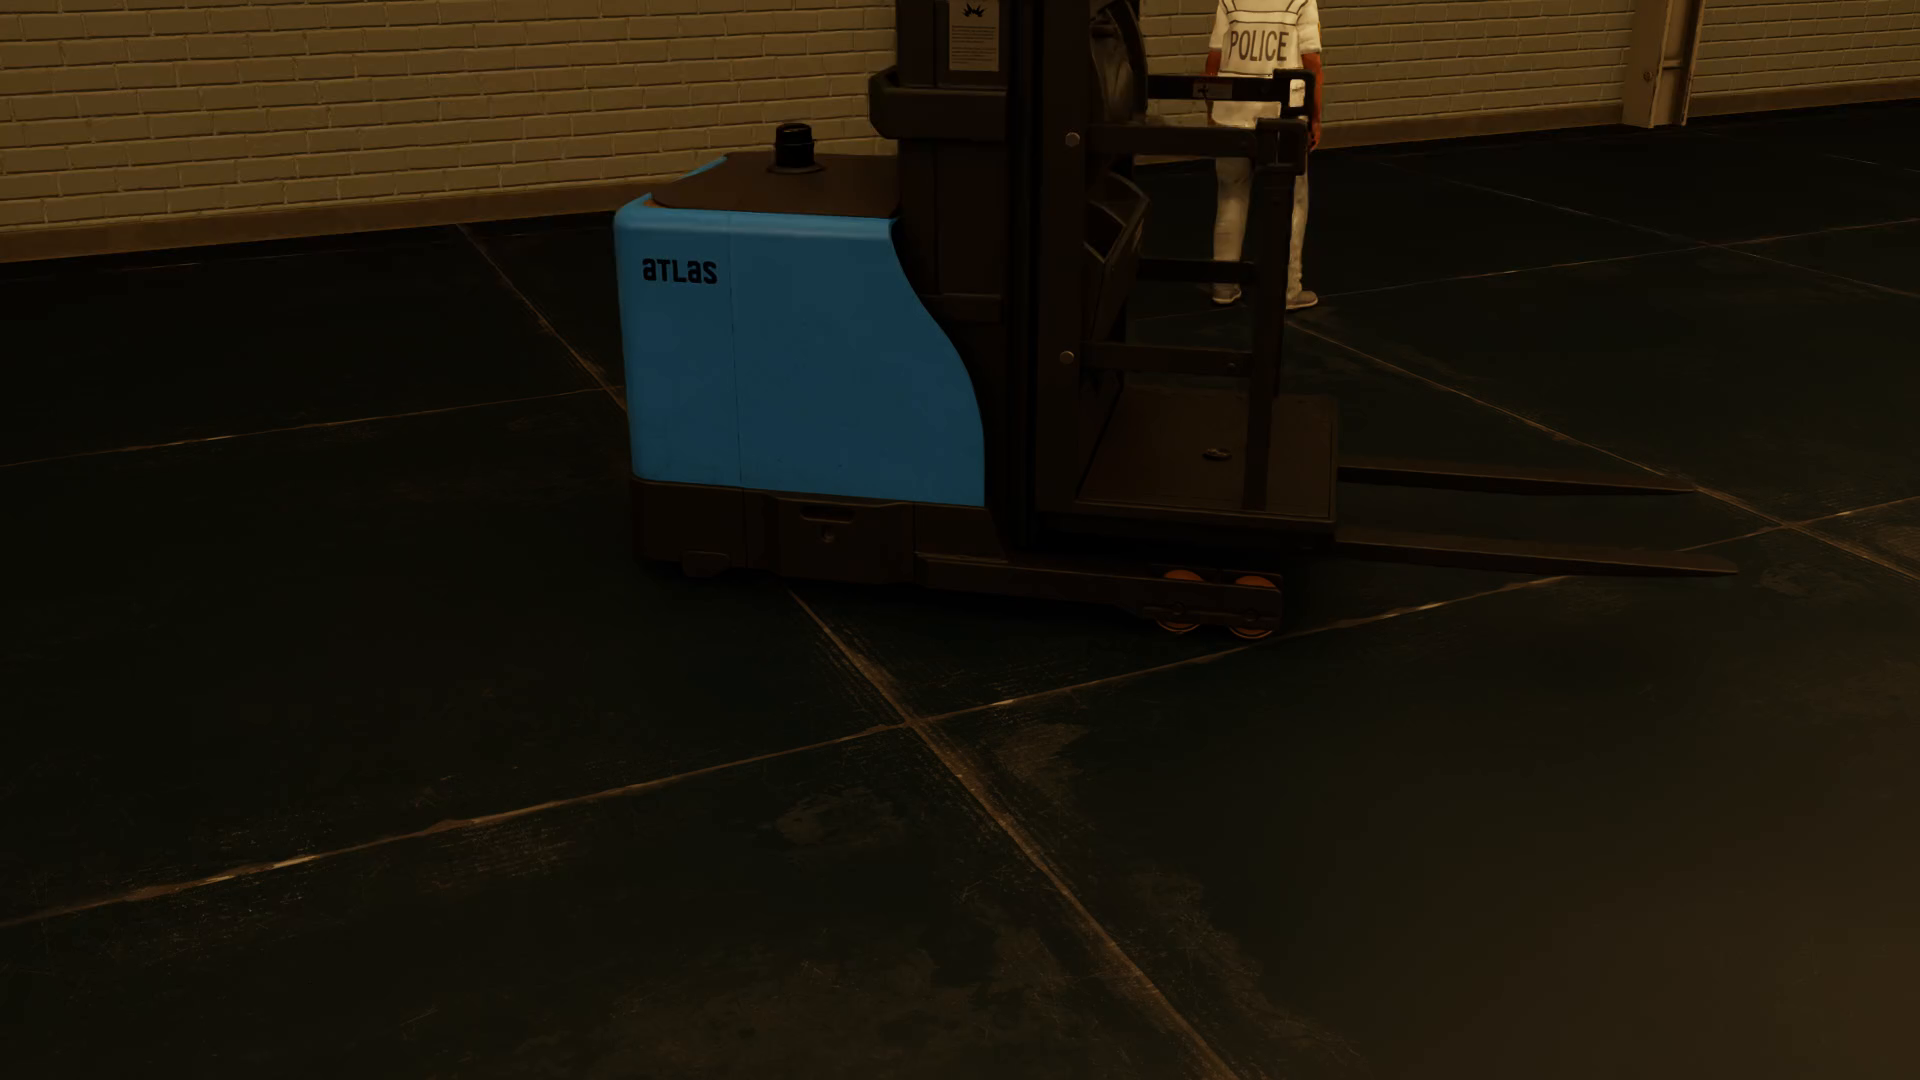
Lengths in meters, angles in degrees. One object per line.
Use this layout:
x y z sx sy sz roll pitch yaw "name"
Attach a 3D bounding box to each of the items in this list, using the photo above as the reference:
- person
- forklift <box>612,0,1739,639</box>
1.372 -1.873 7.450 0.557 1.665 0.467 10 24 22 "person"
0.615 -1.310 4.441 3.031 2.935 1.130 5 23 11 "forklift"
